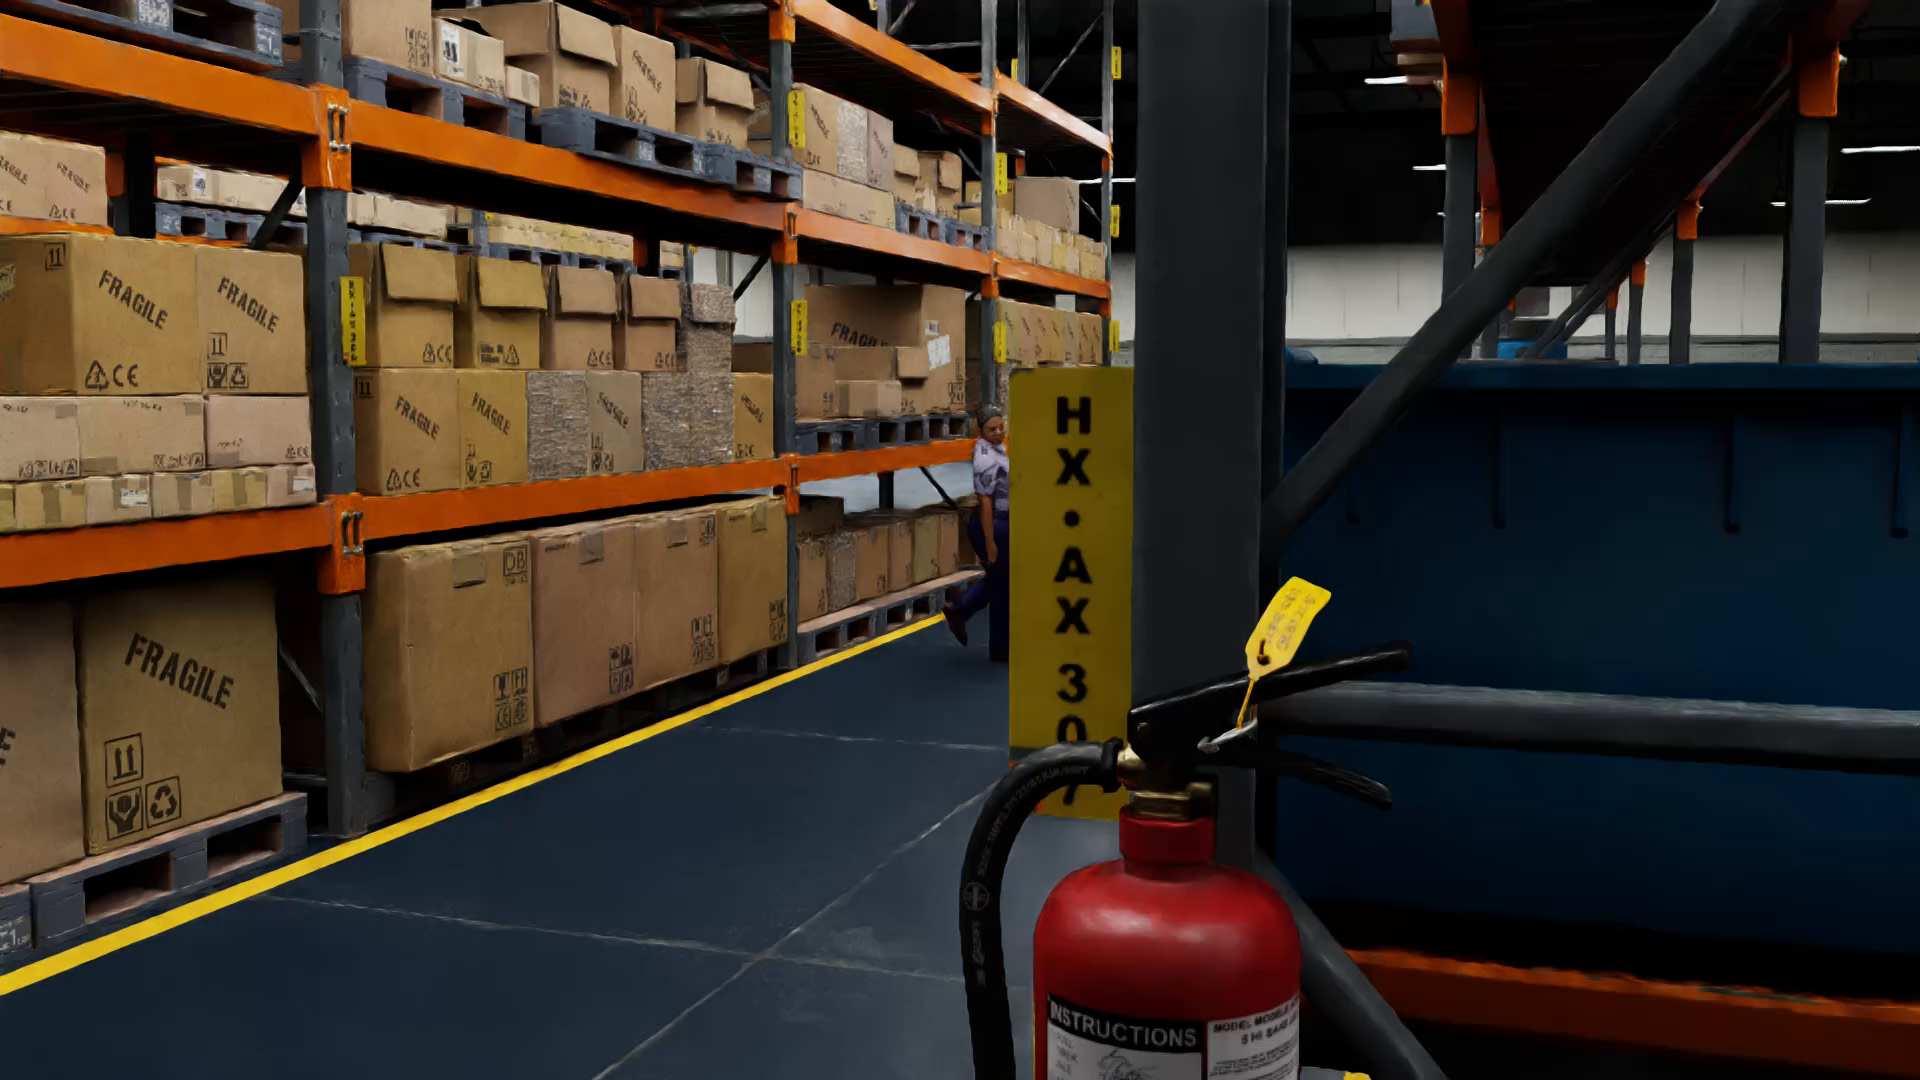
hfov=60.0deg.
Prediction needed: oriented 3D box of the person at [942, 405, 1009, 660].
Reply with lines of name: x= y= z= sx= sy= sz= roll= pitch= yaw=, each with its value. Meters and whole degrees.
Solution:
person: x=0.197 y=-0.034 z=10.374 sx=0.594 sy=1.615 sz=0.564 roll=0 pitch=5 yaw=-4
